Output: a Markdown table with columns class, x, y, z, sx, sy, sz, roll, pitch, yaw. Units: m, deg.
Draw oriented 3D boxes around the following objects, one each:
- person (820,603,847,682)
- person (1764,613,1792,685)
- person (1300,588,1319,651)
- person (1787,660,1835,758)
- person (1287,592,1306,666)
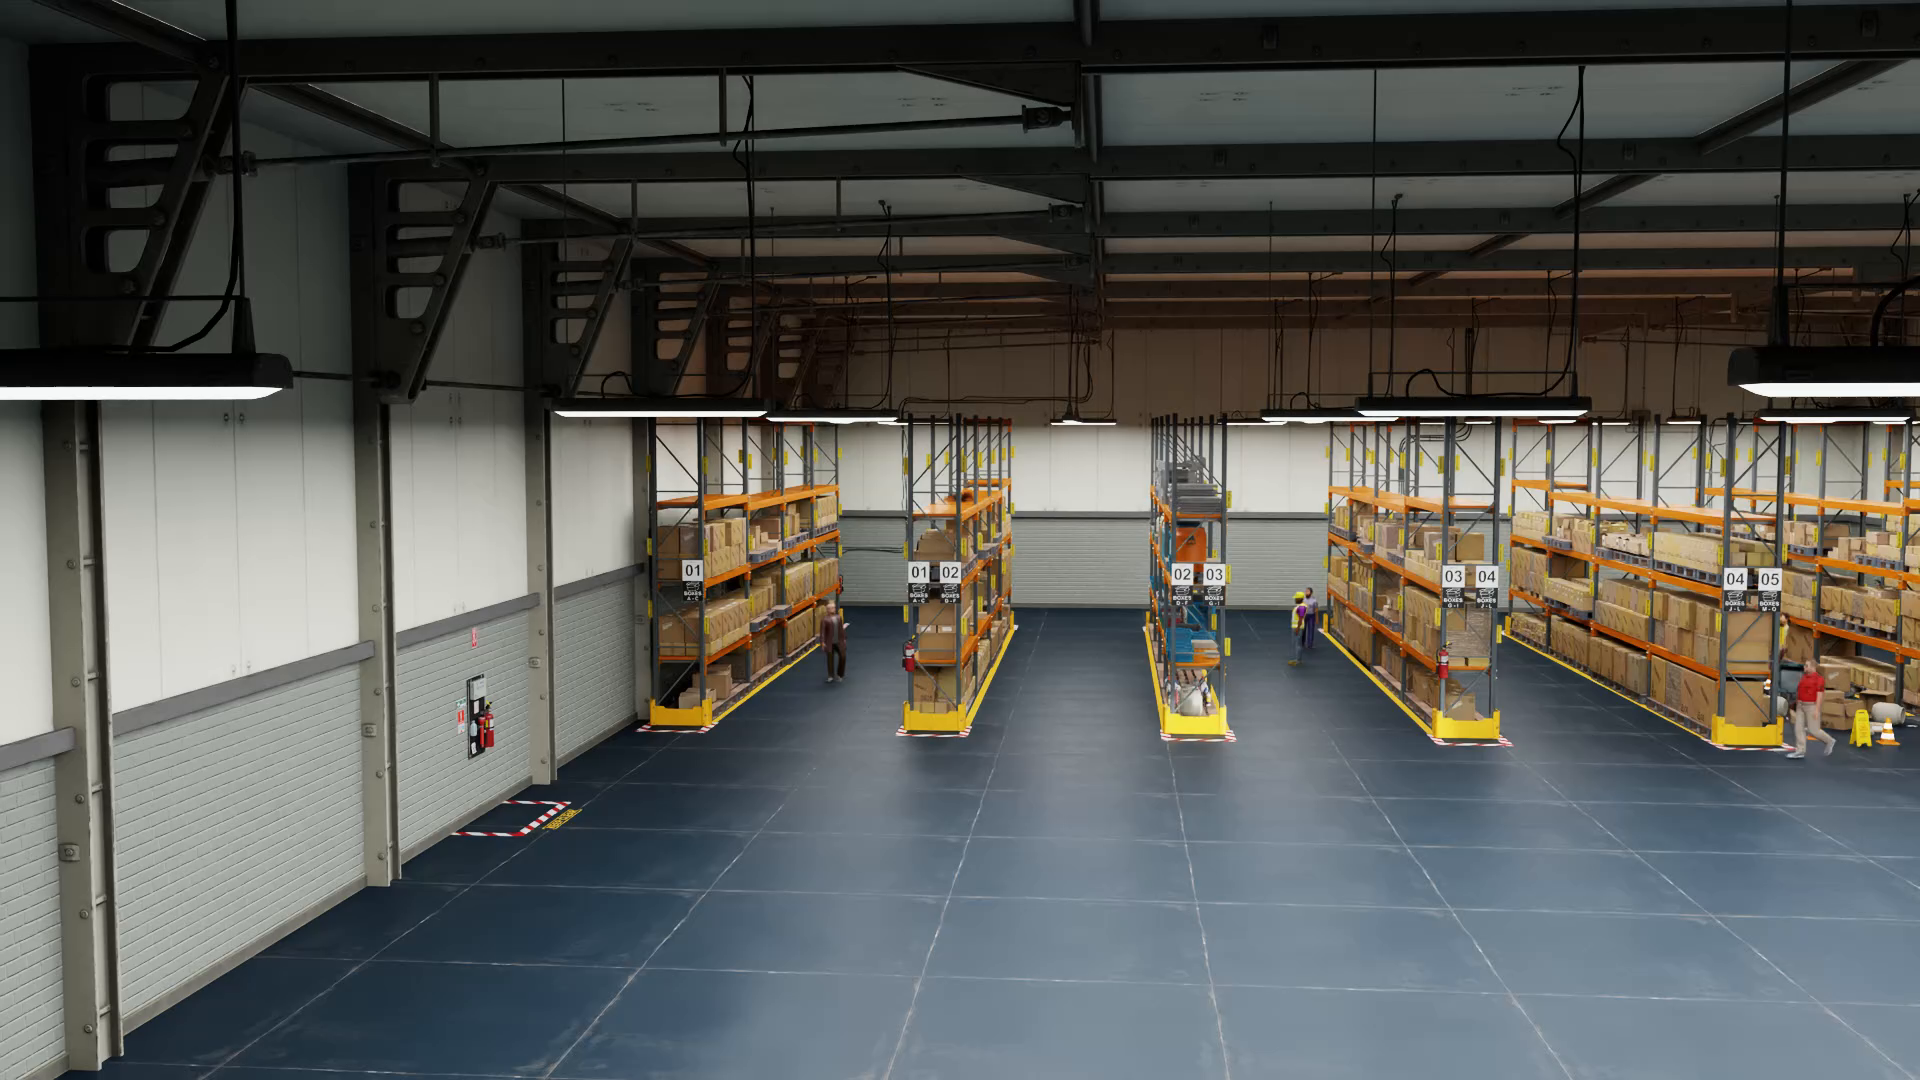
| class | x | y | z | sx | sy | sz | roll | pitch | yaw |
| --- | --- | --- | --- | --- | --- | --- | --- | --- | --- |
| person | -2.850 | 2.348 | 37.518 | 0.679 | 1.829 | 0.502 | -1 | 4 | -16 |
| person | 18.159 | 2.442 | 36.919 | 0.537 | 1.673 | 0.503 | 4 | 5 | 43 |
| person | 8.999 | 2.028 | 43.028 | 0.586 | 1.601 | 0.943 | 1 | 4 | 9 |
| person | 14.738 | 2.919 | 28.768 | 0.753 | 1.714 | 0.522 | -1 | 4 | -18 |
| person | 8.152 | 2.137 | 40.242 | 0.442 | 1.772 | 0.596 | 1 | 4 | 12 |
